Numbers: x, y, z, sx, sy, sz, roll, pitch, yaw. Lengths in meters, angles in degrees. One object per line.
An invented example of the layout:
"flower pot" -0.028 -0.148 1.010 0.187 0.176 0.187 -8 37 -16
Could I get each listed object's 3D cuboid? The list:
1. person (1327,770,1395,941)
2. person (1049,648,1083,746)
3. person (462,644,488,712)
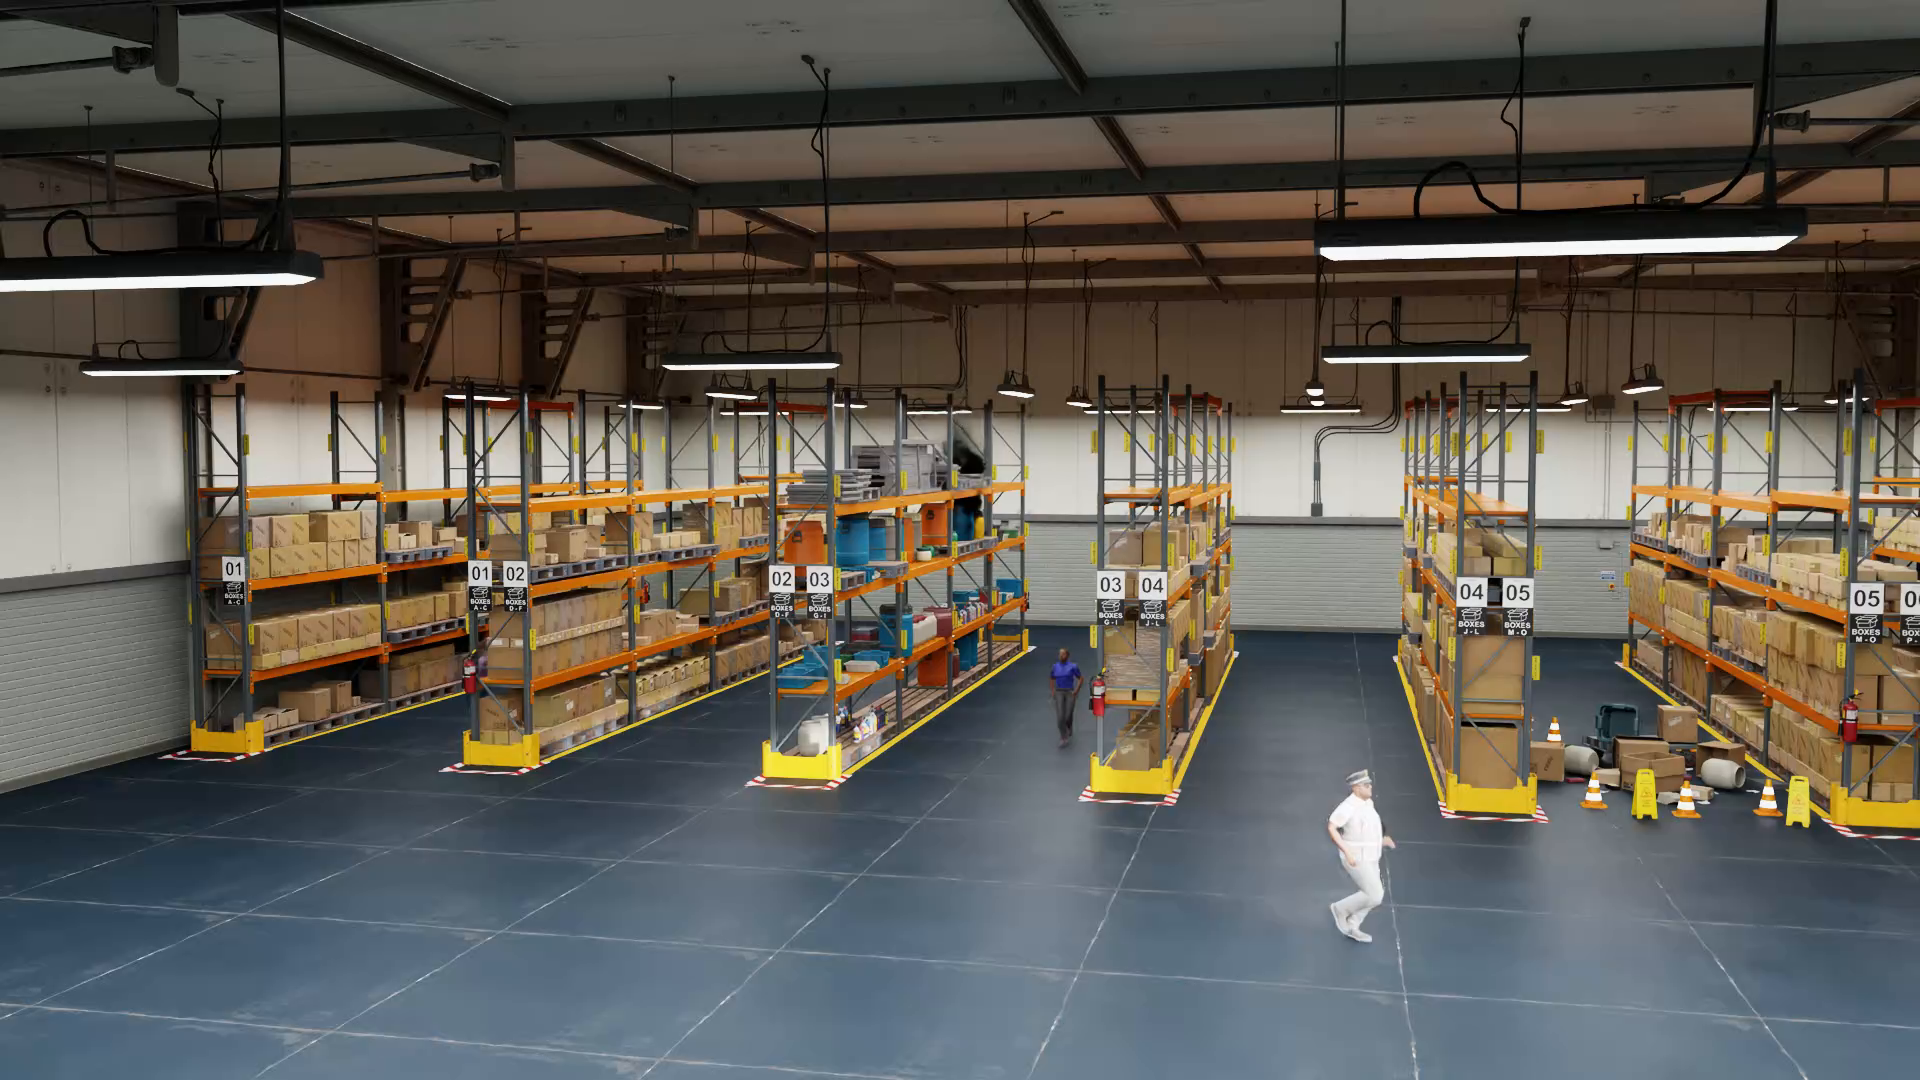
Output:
"person" 4.068 3.176 16.727 0.590 1.743 0.657 3 4 38
"person" 1.761 2.612 27.840 0.575 1.624 0.508 1 3 15
"person" -8.376 2.579 28.918 0.537 1.561 0.589 0 3 4
